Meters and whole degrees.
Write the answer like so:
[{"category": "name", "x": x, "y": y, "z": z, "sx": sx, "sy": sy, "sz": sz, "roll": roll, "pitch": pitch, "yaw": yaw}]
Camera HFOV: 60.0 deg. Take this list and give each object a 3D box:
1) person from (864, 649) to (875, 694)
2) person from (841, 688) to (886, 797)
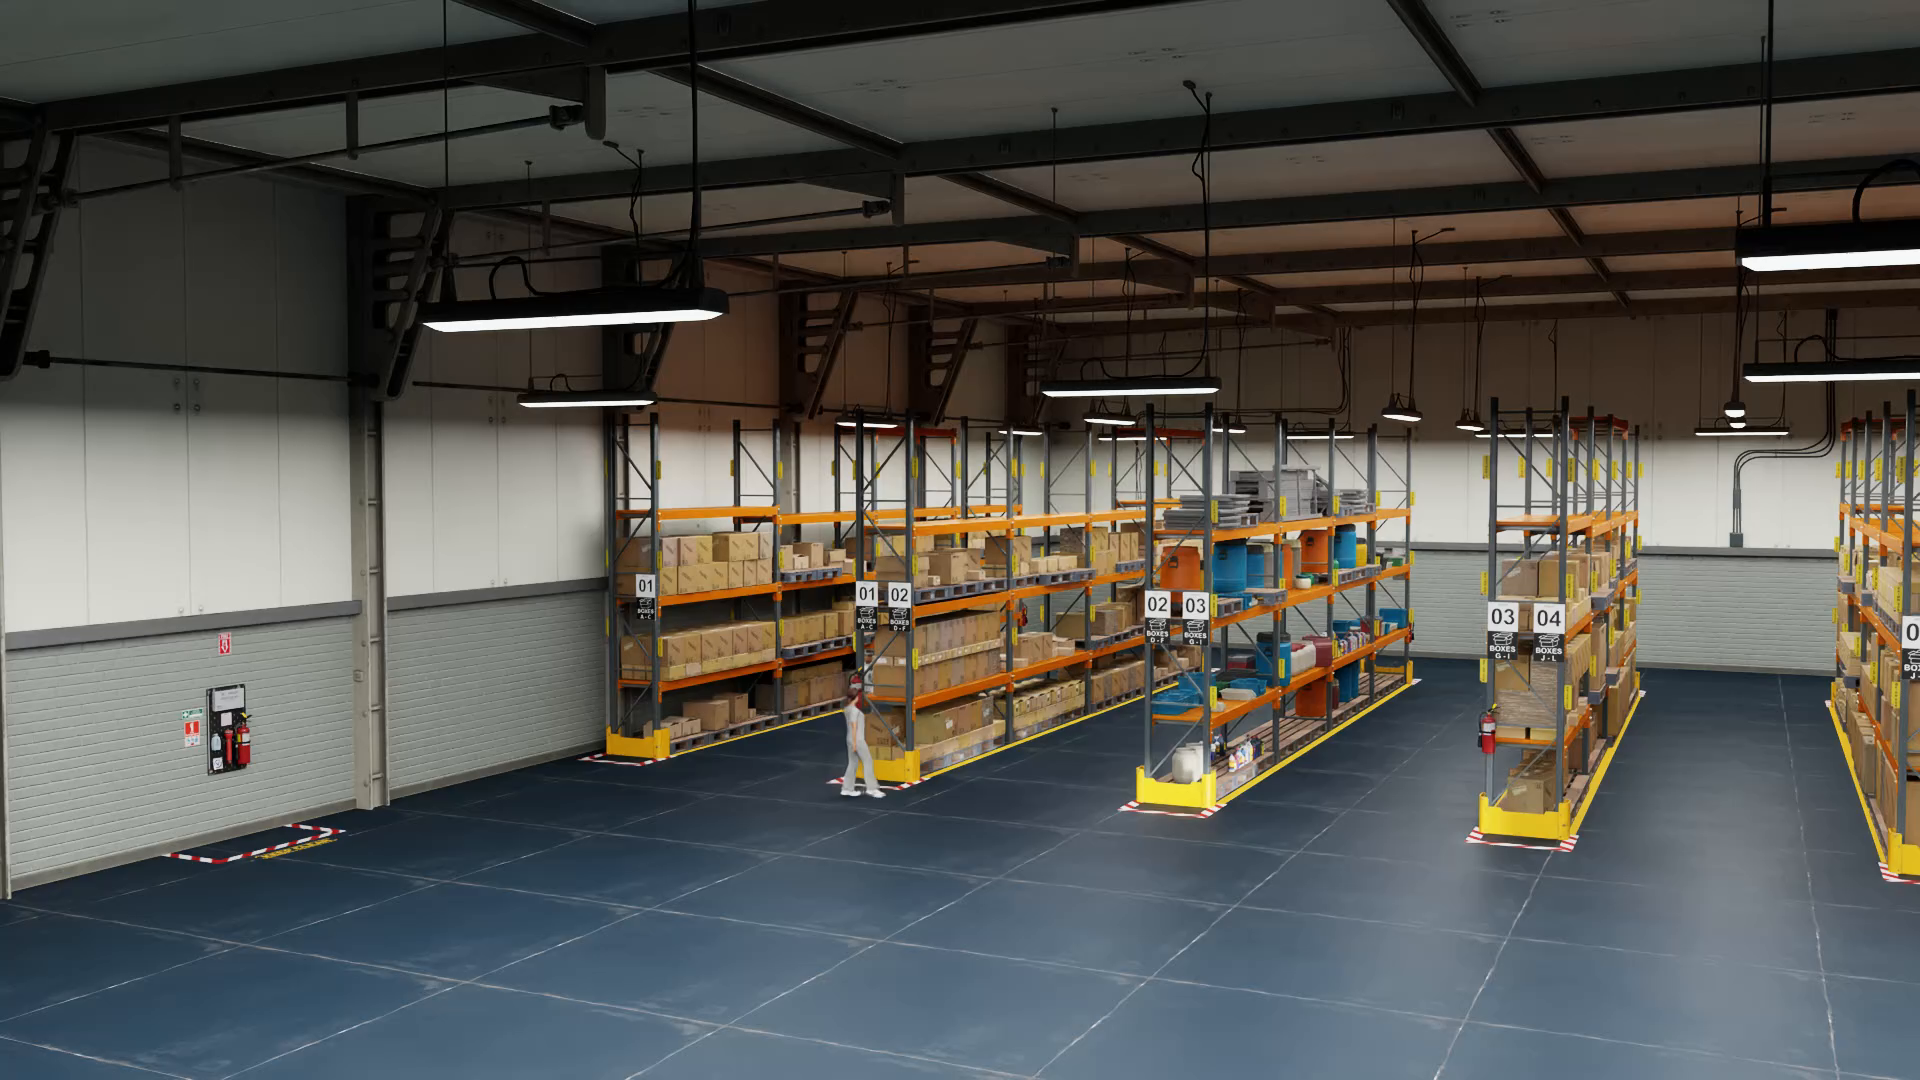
[{"category": "person", "x": -1.736, "y": 2.878, "z": 30.989, "sx": 0.439, "sy": 1.700, "sz": 0.743, "roll": 2, "pitch": 3, "yaw": 34}, {"category": "person", "x": -1.507, "y": 3.099, "z": 25.541, "sx": 0.656, "sy": 1.681, "sz": 0.464, "roll": -1, "pitch": 3, "yaw": -19}]
